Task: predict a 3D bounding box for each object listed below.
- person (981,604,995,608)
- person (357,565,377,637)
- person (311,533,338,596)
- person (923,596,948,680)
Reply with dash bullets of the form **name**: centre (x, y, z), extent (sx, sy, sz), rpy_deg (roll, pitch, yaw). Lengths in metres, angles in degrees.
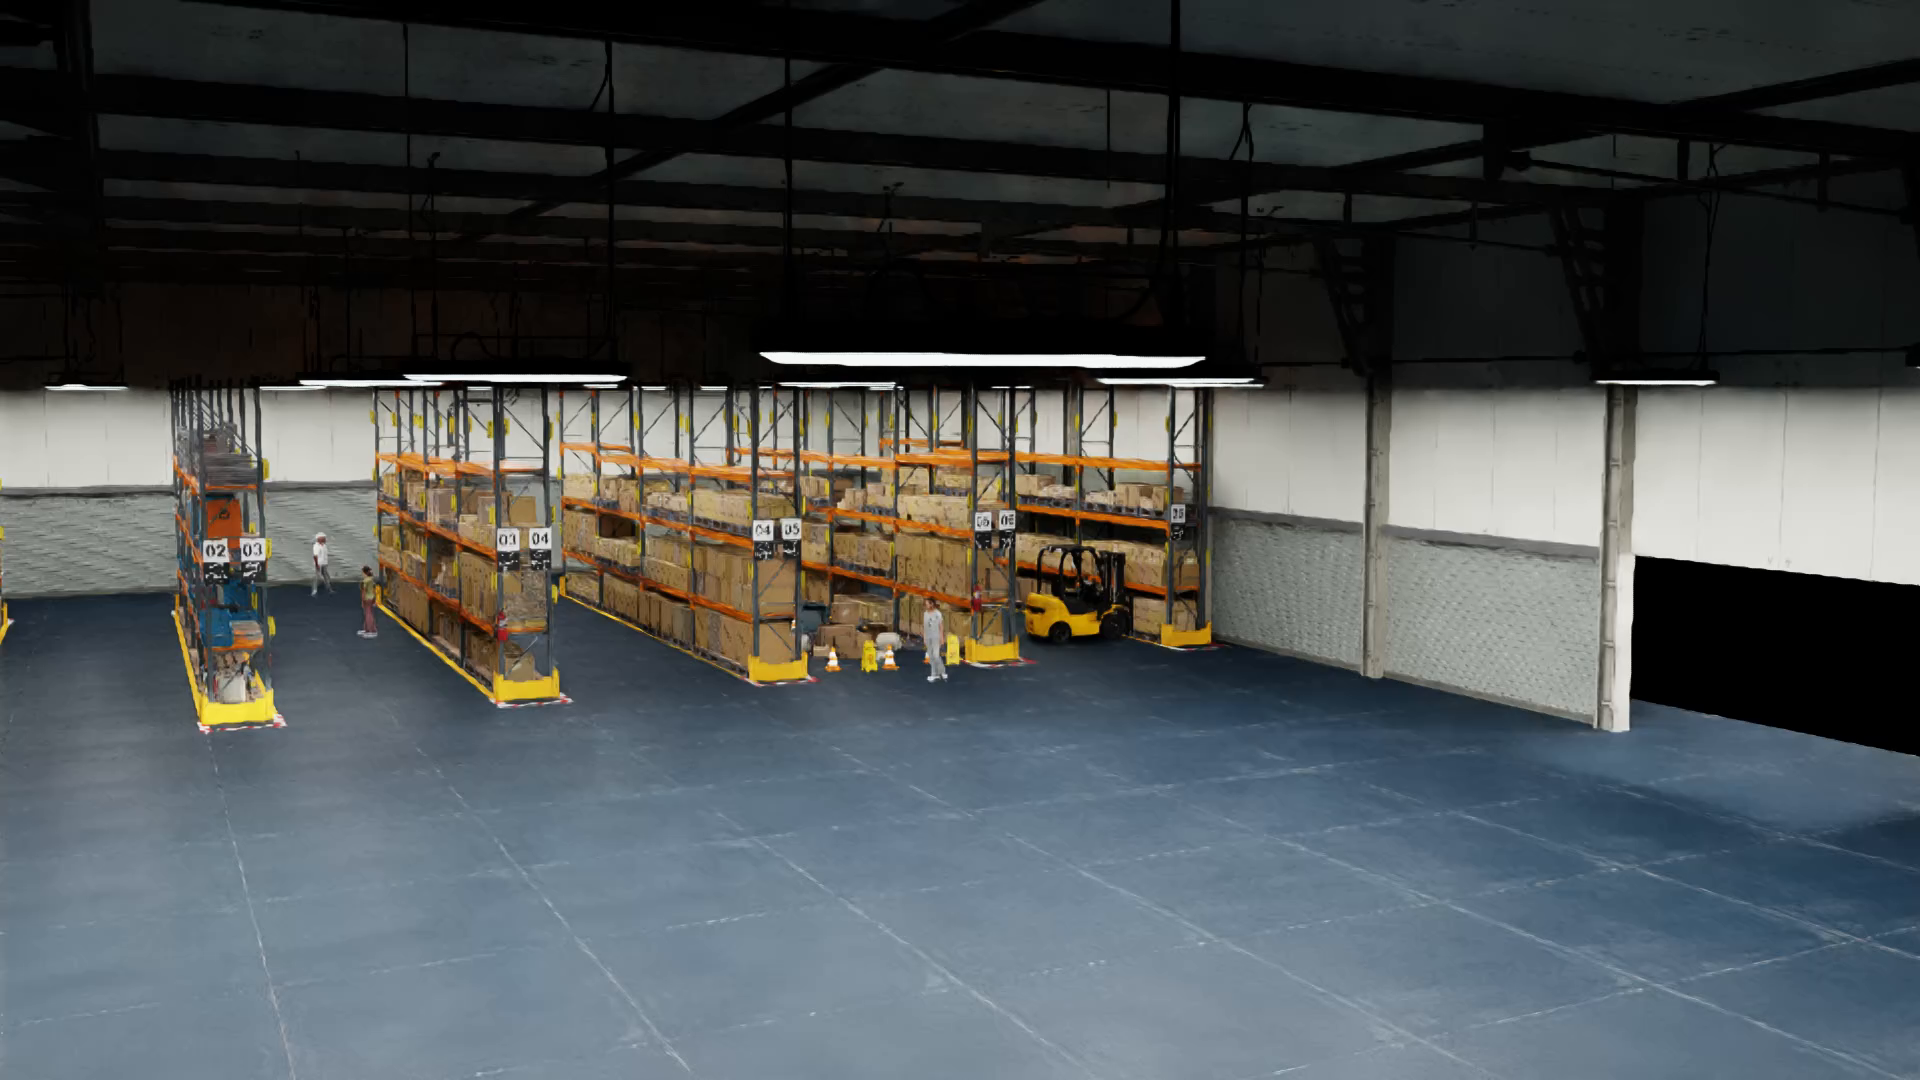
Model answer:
- **person**: centre (0.636, 1.324, 39.284), extent (0.654, 1.787, 0.522), rpy_deg (4, 6, 37)
- **person**: centre (-13.919, 1.414, 38.969), extent (0.564, 1.658, 0.561), rpy_deg (0, 5, 4)
- **person**: centre (-17.969, 0.665, 46.849), extent (0.533, 1.758, 0.723), rpy_deg (1, 5, 7)
- **person**: centre (-0.489, 1.948, 33.014), extent (0.568, 1.665, 0.397), rpy_deg (4, 6, 38)
